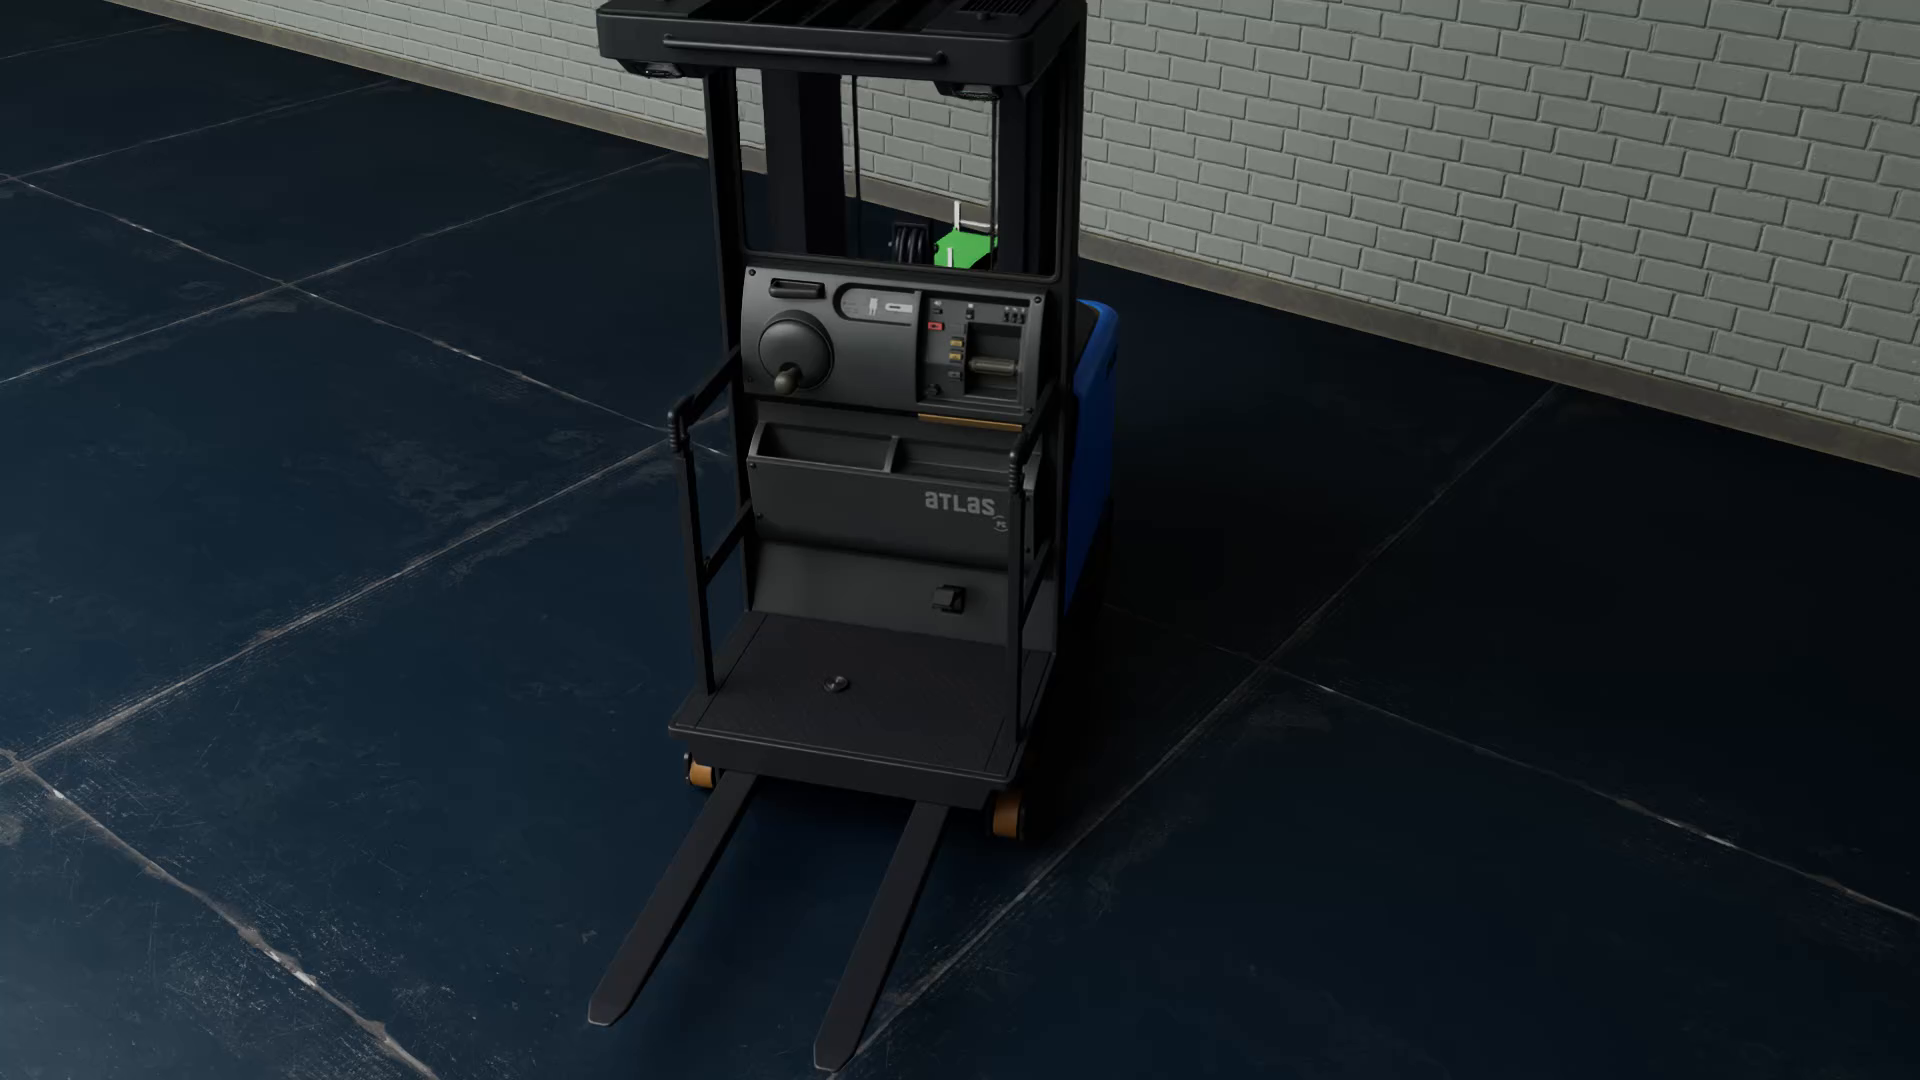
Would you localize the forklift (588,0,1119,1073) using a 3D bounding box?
[{"bbox_3d":[-0.257,-0.547,4.798,1.130,2.935,3.031,7,31,12],"label":"forklift"}]

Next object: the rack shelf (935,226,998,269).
[{"bbox_3d":[-0.021,-1.077,6.575,0.258,0.148,0.480,14,34,23],"label":"rack shelf"}]

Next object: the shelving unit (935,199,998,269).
[{"bbox_3d":[-0.021,-0.720,6.787,0.258,1.200,0.503,14,34,23],"label":"shelving unit"}]

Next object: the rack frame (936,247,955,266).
[{"bbox_3d":[-0.131,-0.608,6.600,0.240,1.200,0.015,14,34,23],"label":"rack frame"}]

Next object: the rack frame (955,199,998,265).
[{"bbox_3d":[0.089,-0.831,6.975,0.240,1.200,0.015,14,34,23],"label":"rack frame"}]
